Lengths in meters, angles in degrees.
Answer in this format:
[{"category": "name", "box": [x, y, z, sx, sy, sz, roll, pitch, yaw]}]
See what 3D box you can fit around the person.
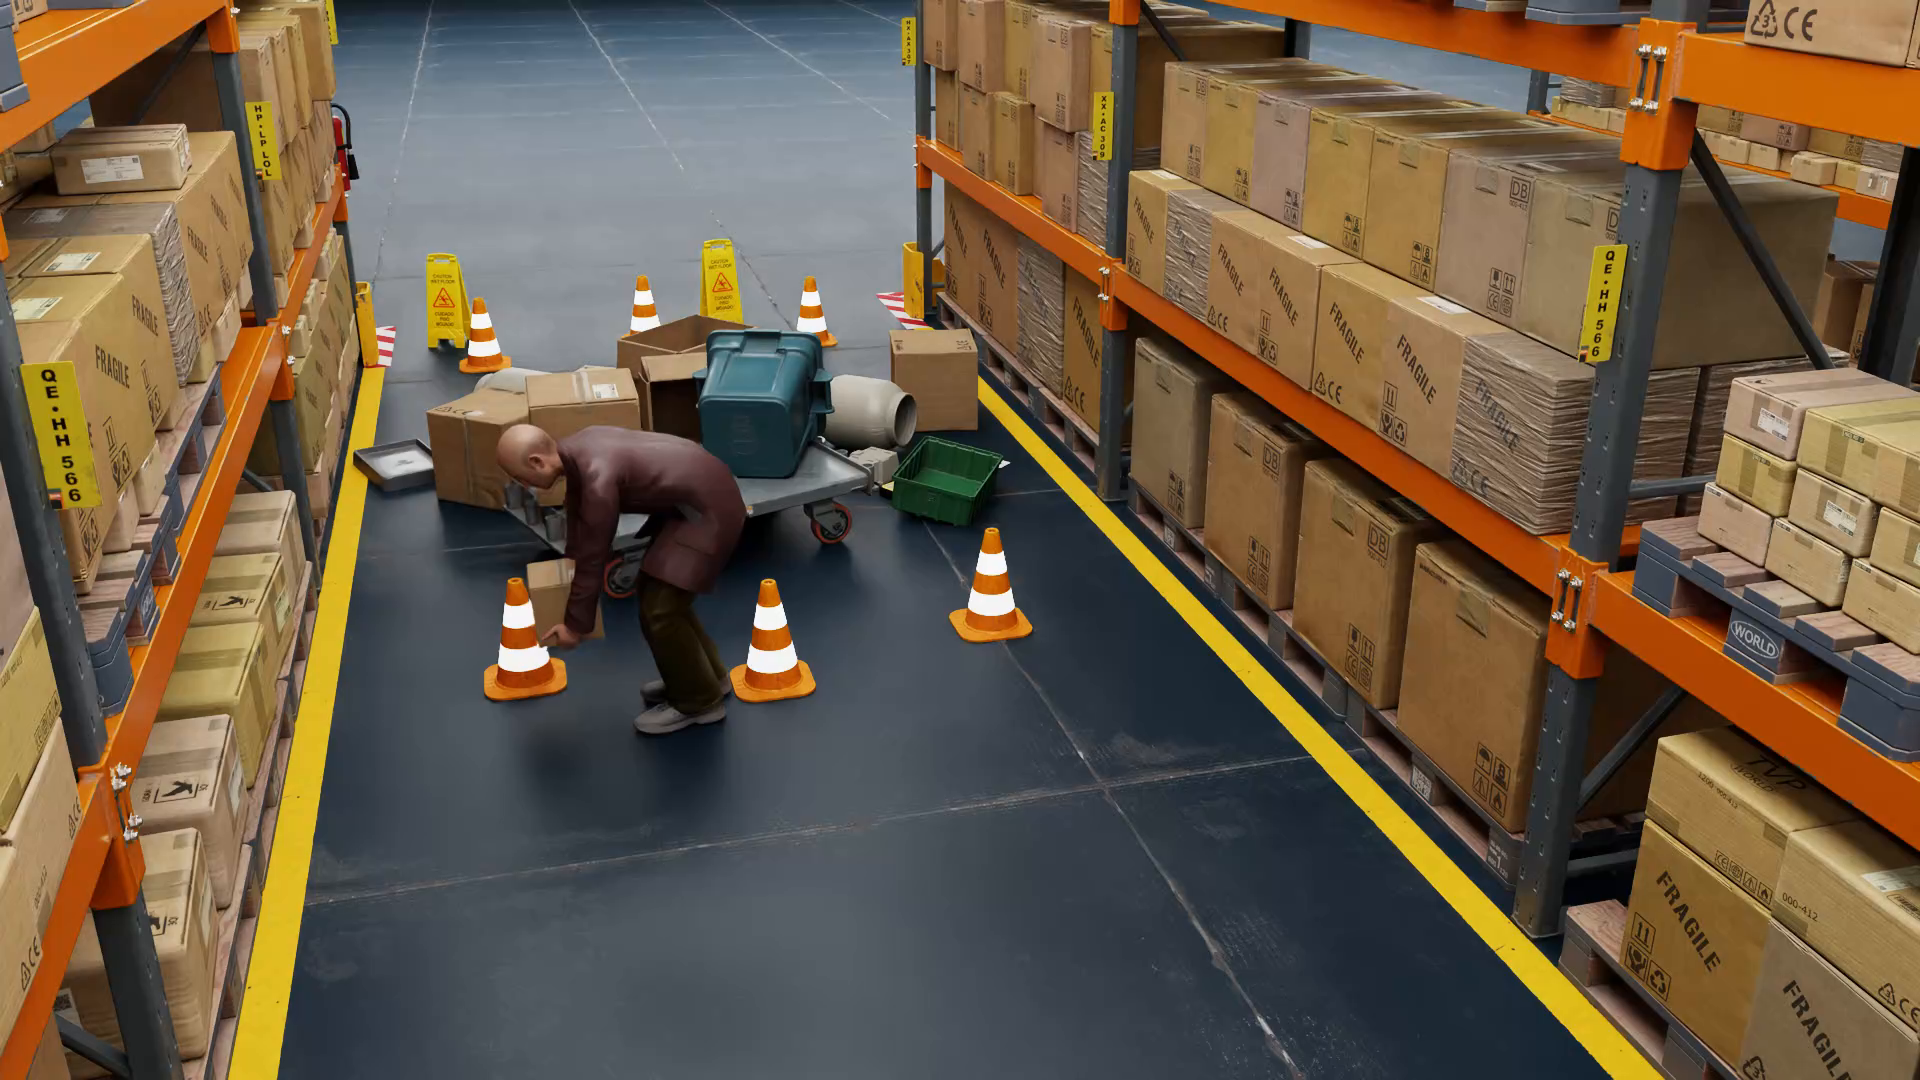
[{"category": "person", "box": [-1.278, 0.121, 6.466, 0.909, 1.284, 0.562, -7, 24, -16]}]
